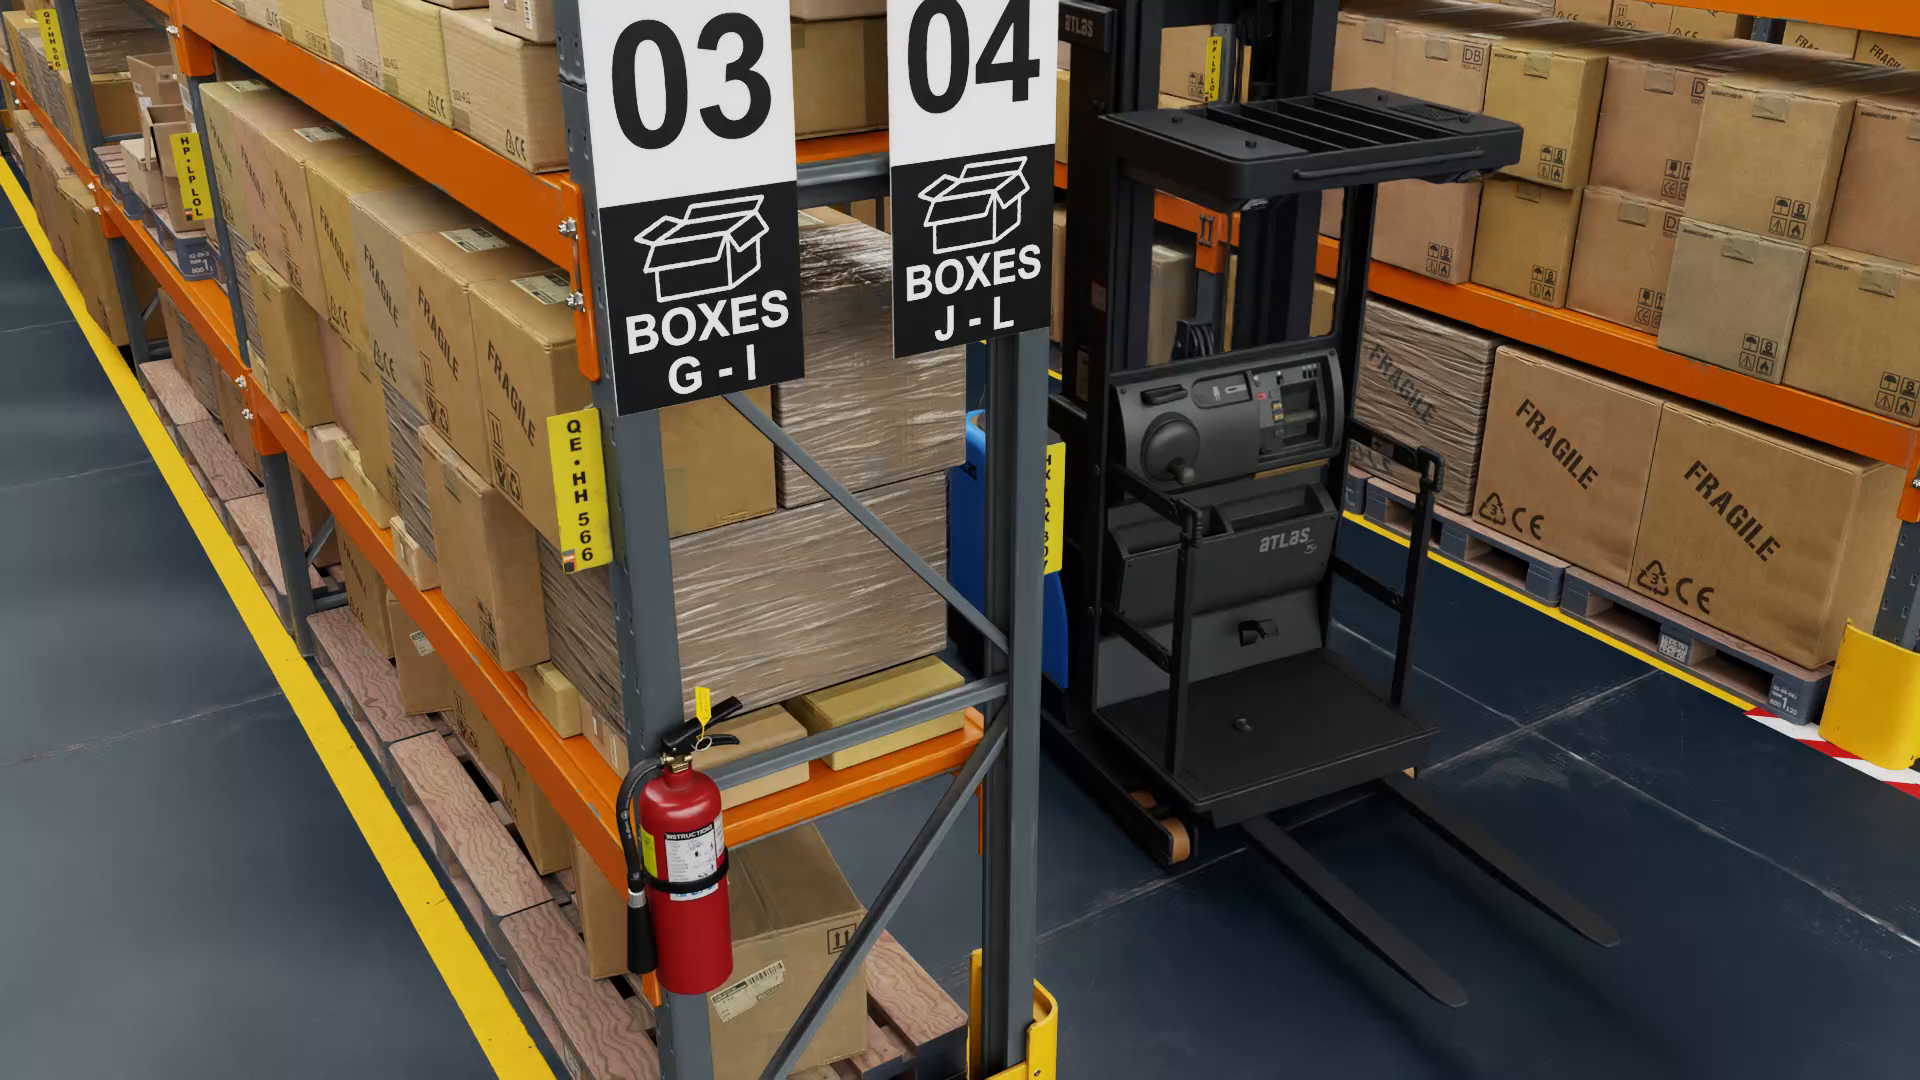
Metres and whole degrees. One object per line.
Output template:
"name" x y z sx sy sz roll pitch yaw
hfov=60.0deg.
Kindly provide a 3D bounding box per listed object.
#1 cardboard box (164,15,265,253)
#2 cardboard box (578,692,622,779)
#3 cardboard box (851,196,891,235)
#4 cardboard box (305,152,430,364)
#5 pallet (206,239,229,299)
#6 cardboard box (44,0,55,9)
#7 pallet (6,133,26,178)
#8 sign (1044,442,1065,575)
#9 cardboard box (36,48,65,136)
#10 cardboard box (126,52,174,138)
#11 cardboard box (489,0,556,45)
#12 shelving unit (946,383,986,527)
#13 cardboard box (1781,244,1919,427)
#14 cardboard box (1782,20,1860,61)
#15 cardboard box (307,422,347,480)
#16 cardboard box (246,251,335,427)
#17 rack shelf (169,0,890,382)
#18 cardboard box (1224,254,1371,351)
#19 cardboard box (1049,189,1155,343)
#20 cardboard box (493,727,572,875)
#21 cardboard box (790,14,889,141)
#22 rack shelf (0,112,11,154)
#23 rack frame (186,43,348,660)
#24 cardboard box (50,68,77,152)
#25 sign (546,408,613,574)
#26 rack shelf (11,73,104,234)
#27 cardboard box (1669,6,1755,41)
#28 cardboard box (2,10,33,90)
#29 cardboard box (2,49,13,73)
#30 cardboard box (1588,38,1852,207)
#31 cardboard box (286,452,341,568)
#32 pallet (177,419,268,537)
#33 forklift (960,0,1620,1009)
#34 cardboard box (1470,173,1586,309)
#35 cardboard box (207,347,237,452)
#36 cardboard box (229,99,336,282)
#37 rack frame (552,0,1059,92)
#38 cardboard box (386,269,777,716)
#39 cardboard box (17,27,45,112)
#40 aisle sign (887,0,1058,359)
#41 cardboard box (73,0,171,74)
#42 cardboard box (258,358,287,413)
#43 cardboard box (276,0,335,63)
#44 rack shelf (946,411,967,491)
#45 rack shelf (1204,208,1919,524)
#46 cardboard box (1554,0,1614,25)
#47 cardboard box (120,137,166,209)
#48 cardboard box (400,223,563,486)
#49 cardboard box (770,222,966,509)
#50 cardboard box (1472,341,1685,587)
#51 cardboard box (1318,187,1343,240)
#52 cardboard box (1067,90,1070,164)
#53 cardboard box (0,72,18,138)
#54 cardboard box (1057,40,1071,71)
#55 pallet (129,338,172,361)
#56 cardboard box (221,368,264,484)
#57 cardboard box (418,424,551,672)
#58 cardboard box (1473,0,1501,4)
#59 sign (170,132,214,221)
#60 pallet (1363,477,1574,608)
"cardboard box" -2.756 -1.757 7.264 1.000 1.000 1.000 -15 29 -29
"cardboard box" -0.720 0.422 4.137 0.380 0.149 0.250 -16 29 -30
"cardboard box" -0.155 -2.463 12.098 1.050 0.750 0.750 -16 30 -30
"cardboard box" -1.578 -0.857 4.915 0.500 0.500 0.500 -16 29 -30
"pallet" -2.735 -1.200 7.502 1.003 0.211 1.213 -16 29 -30
"cardboard box" -5.733 -3.646 11.167 0.797 0.503 0.637 -14 29 -28
"pallet" -10.994 -1.999 10.716 11.163 1.510 7.627 -16 29 -30
"sign" 0.199 -0.066 3.863 0.100 0.325 0.005 -16 29 -30
"cardboard box" -5.653 -2.938 10.844 0.500 0.500 0.500 -17 30 -31
"cardboard box" -4.295 -2.461 9.340 0.500 0.500 0.500 -20 32 -36
"cardboard box" -0.669 -1.044 3.142 0.380 0.149 0.250 -16 29 -30
"shelving unit" 4.739 -3.818 10.194 12.070 5.092 0.667 -16 29 -30
"cardboard box" 3.715 -0.858 6.378 0.875 0.550 0.550 -16 29 -30
"cardboard box" 5.871 -3.246 11.147 0.500 0.500 0.500 -16 29 -30
"cardboard box" -2.042 -0.357 5.786 0.380 0.149 0.250 -16 29 -30
"cardboard box" -2.002 -0.796 5.958 0.875 0.500 0.500 -16 29 -30
"rack shelf" -1.347 -1.295 4.808 1.077 0.370 4.000 -16 29 -30
"cardboard box" 2.056 -1.087 9.035 0.875 0.875 0.875 -15 29 -29
"cardboard box" 0.834 -1.818 10.731 1.050 0.750 0.750 -16 29 -30
"cardboard box" -1.263 0.731 5.625 0.500 0.500 0.500 -13 28 -25
"cardboard box" -0.302 -1.070 3.664 0.500 0.250 0.500 -15 29 -28
"rack shelf" -10.874 -0.711 6.243 15.819 3.000 15.968 -16 29 -30
"rack frame" -2.439 -0.979 6.810 1.000 3.000 0.127 -16 29 -30
"cardboard box" -5.158 -2.815 10.582 1.016 0.500 0.509 -16 30 -31
"sign" -0.732 -0.093 3.206 0.100 0.325 0.005 -16 29 -30
"rack shelf" -5.715 -2.800 11.510 1.077 0.370 4.000 -16 29 -30
"cardboard box" 5.419 -3.770 11.765 0.500 0.500 0.500 -16 30 -31
"cardboard box" -6.765 -3.663 12.378 0.500 0.500 0.500 -15 29 -29
"cardboard box" -7.247 -3.760 12.994 0.380 0.149 0.250 -15 29 -29
"cardboard box" 3.216 -1.773 7.052 0.875 0.550 0.550 -16 29 -30
"cardboard box" -2.756 -0.272 7.726 0.700 0.500 0.500 -18 31 -33
"pallet" -3.536 -0.433 8.920 1.003 0.211 1.213 -16 29 -30
"forklift" 1.051 -0.402 5.668 1.121 2.935 3.031 -12 28 -24
"cardboard box" 2.872 -1.459 7.652 0.875 0.550 0.500 -16 29 -30
"cardboard box" -3.612 -0.847 8.943 0.700 0.500 0.500 -13 28 -25
"cardboard box" -2.132 -1.212 5.667 0.500 0.500 0.500 -16 29 -30
"rack frame" -0.256 -2.261 2.499 1.000 3.000 0.127 -16 29 -30
"cardboard box" -1.309 0.009 5.117 1.144 2.239 2.984 -6 26 -13
"cardboard box" -6.217 -3.304 11.618 0.500 0.500 0.500 -16 30 -31
"aisle sign" 0.030 -0.772 3.326 0.394 0.787 0.004 -16 29 -30
"cardboard box" -5.008 -3.174 10.167 0.797 0.503 0.637 -14 29 -28
"cardboard box" -2.448 -0.626 6.357 0.380 0.149 0.250 -16 29 -30
"cardboard box" -1.558 -1.492 4.559 0.500 0.250 0.500 -16 30 -30
"rack shelf" -0.090 -0.363 8.232 0.431 0.518 0.480 -16 29 -30
"rack shelf" 2.863 -1.058 7.820 1.077 0.370 4.000 -16 29 -30
"cardboard box" 4.871 -4.133 12.534 0.500 0.500 0.500 -14 29 -28
"cardboard box" -3.901 -1.879 8.400 0.500 0.250 0.500 -16 30 -31
"cardboard box" -1.041 -0.497 4.152 0.500 0.500 0.500 -16 29 -30
"cardboard box" -0.328 -0.440 4.032 0.500 0.500 0.500 -16 29 -30
"cardboard box" 3.048 -0.439 7.662 0.875 0.875 0.875 -16 30 -30
"cardboard box" 2.302 -1.846 8.471 0.875 0.550 0.550 -16 29 -30
"cardboard box" 0.987 -2.449 9.807 0.500 0.500 0.500 -16 30 -30
"cardboard box" -8.574 -4.290 15.821 0.875 0.875 0.875 -16 29 -30
"cardboard box" 0.938 -3.137 10.092 0.700 0.500 0.500 -15 29 -29
"pallet" -4.990 -1.448 11.071 1.003 0.211 1.213 -16 29 -30
"cardboard box" -3.307 -0.647 8.520 0.730 0.500 0.544 -16 30 -31
"cardboard box" -0.906 -0.082 4.445 0.875 0.500 0.500 -16 29 -30
"cardboard box" 4.318 -4.501 13.313 0.500 0.500 0.500 -15 29 -29
"sign" -2.902 -1.372 6.286 0.100 0.325 0.005 -16 29 -30
"pallet" 2.791 -0.111 8.237 1.003 0.211 1.213 -16 29 -30
